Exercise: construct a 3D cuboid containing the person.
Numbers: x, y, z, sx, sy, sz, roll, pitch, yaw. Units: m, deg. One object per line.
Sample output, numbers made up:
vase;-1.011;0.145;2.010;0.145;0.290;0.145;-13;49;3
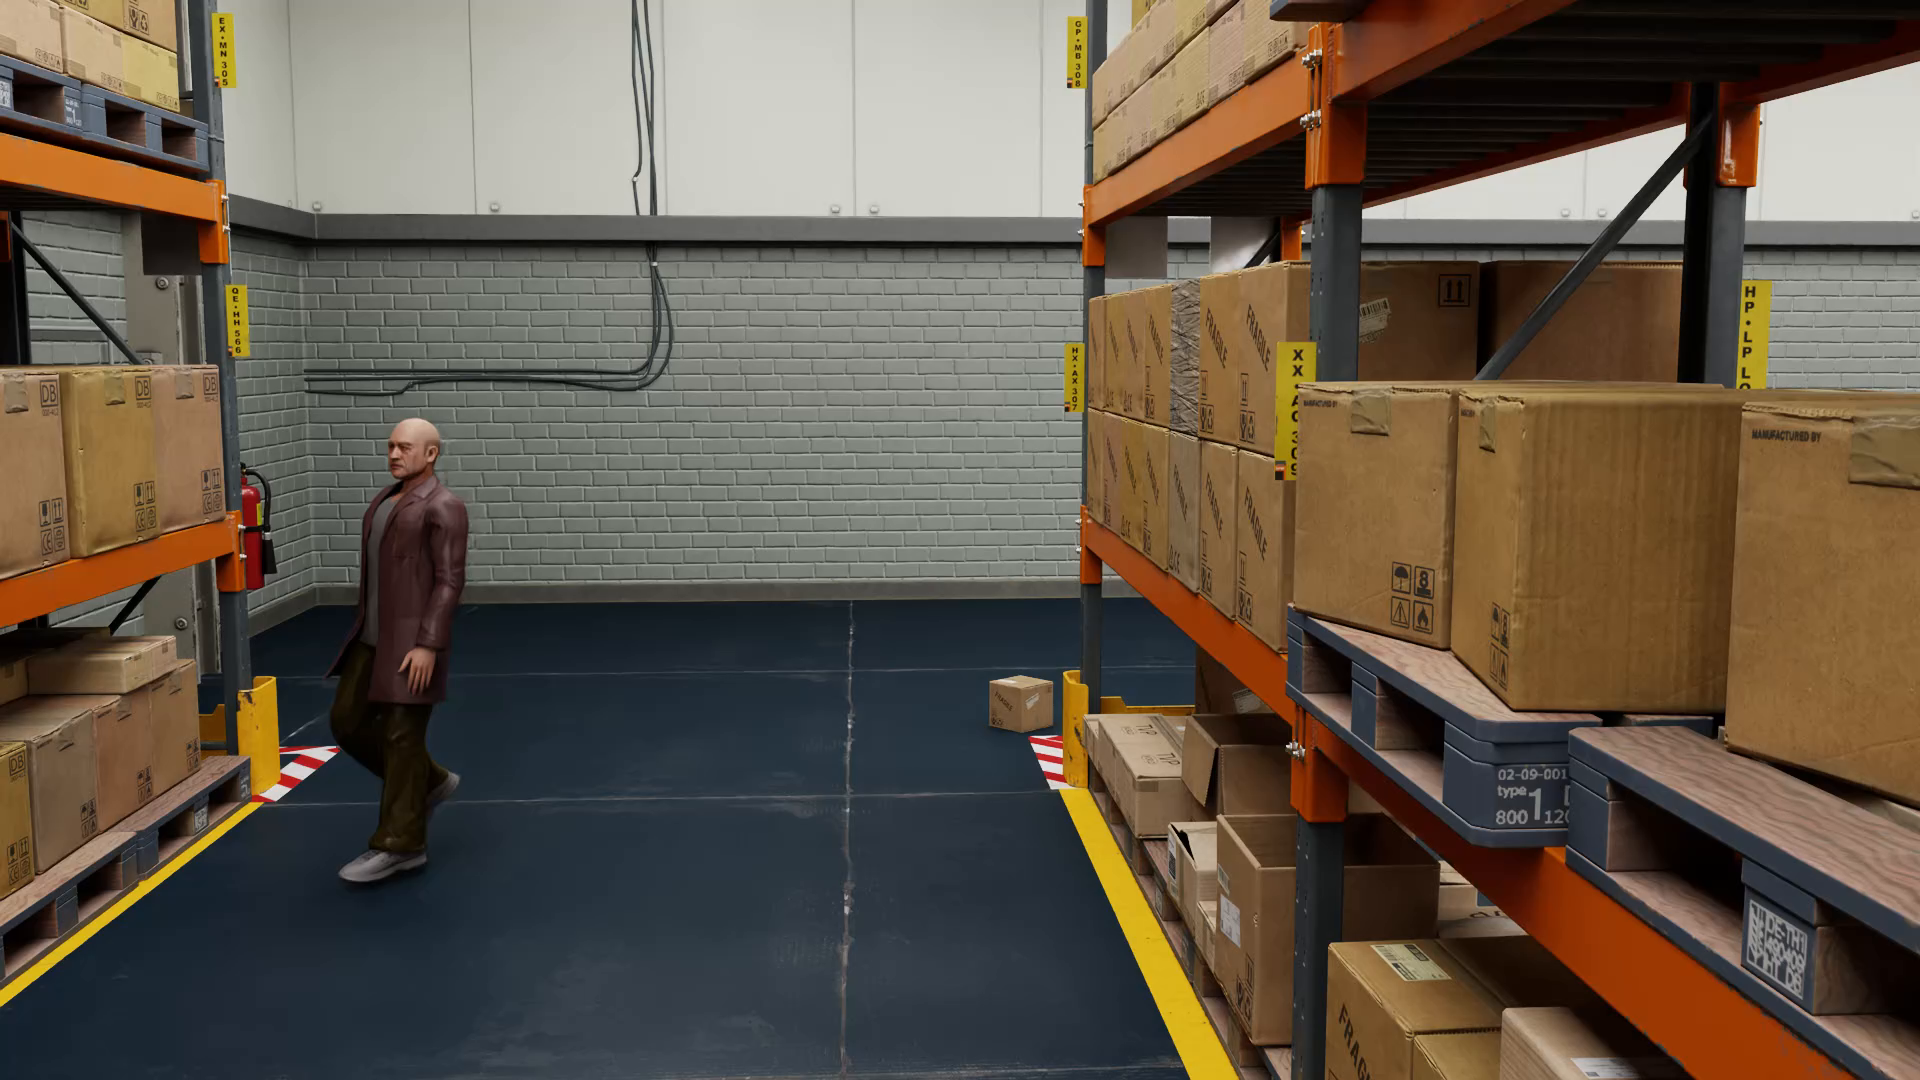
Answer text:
person;-2.231;0.412;6.570;0.617;1.777;0.647;6;9;40
